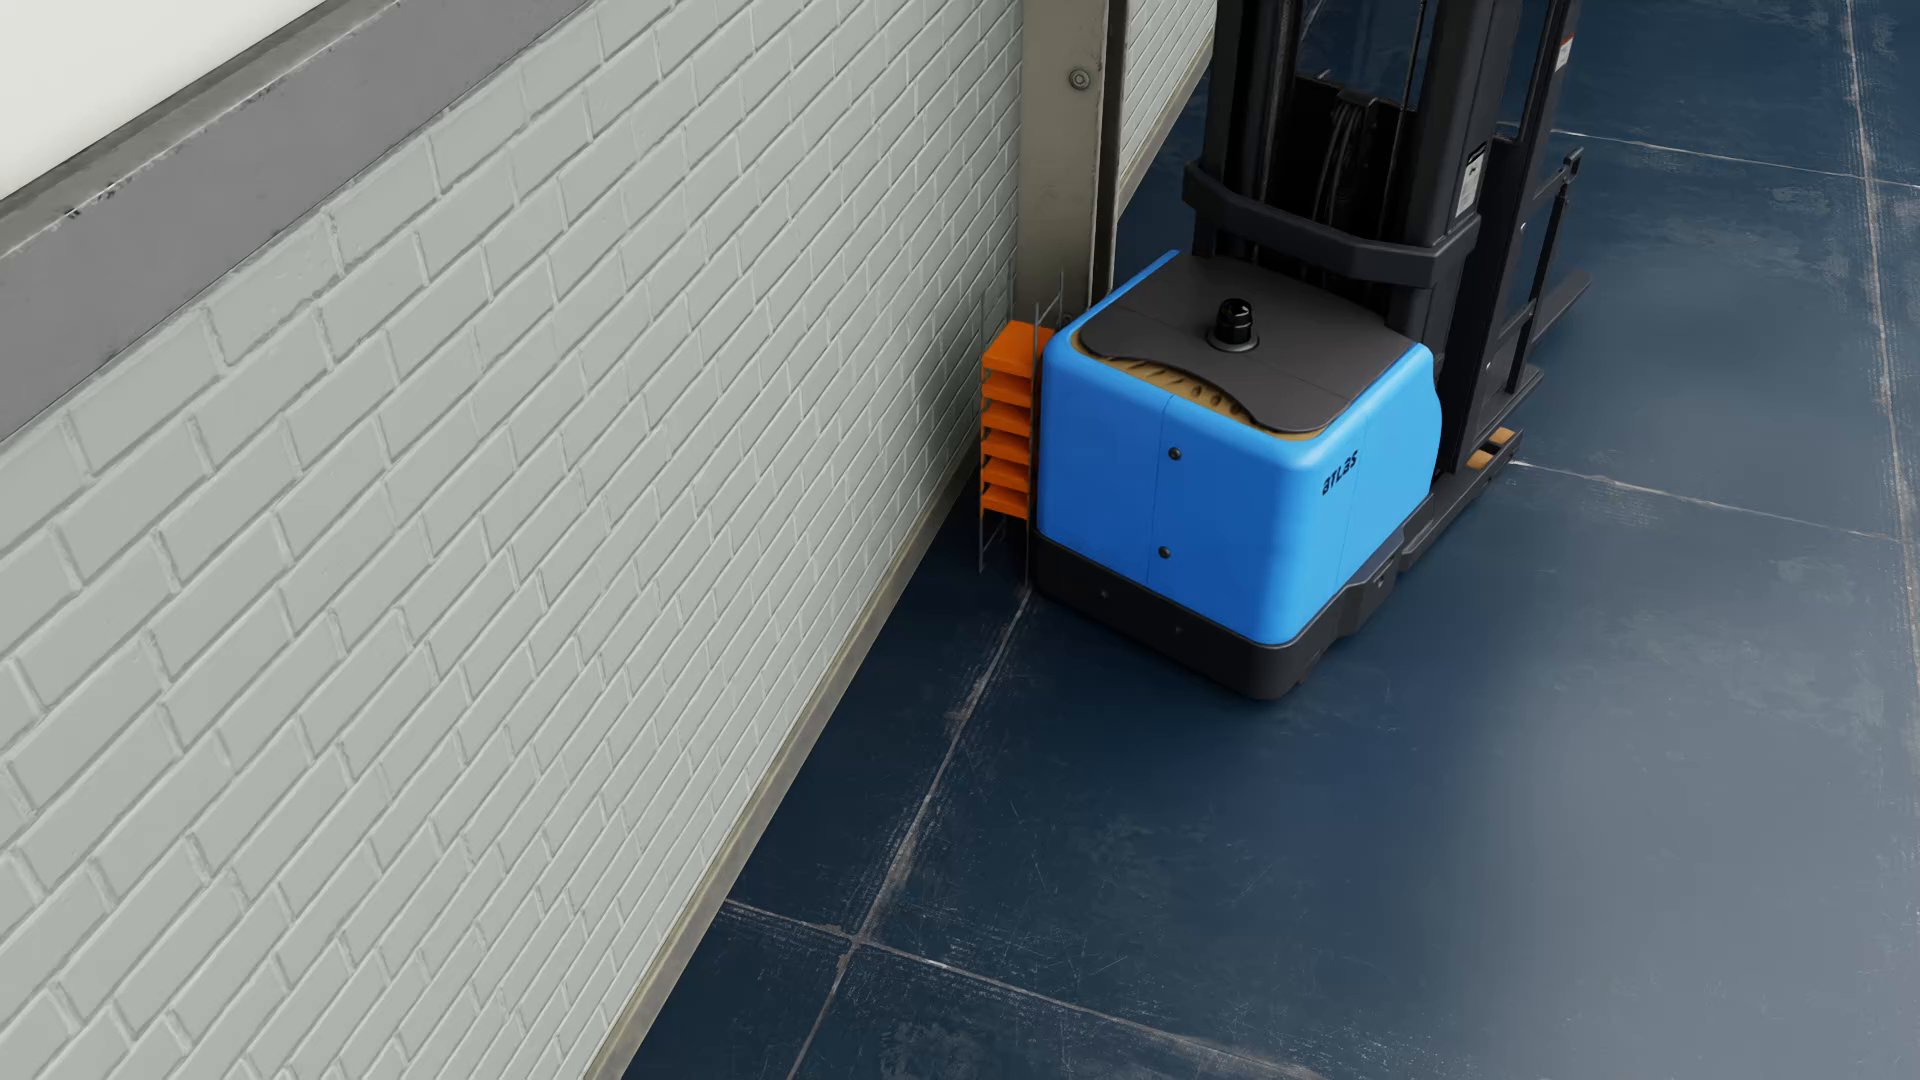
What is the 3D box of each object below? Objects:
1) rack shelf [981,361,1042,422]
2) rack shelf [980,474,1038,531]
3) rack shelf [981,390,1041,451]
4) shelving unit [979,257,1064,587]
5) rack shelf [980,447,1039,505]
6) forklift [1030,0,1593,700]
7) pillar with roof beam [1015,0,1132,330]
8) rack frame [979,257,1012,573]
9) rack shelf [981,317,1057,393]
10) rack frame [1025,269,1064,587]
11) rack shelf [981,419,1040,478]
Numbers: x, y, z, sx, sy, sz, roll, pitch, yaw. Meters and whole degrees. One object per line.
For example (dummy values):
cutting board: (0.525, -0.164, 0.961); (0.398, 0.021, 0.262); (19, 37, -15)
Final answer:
rack shelf: (0.205, -0.531, 5.646); (0.180, 0.103, 0.258); (16, 43, 18)
rack shelf: (0.205, -0.165, 5.958); (0.180, 0.103, 0.258); (16, 43, 18)
rack shelf: (0.205, -0.439, 5.724); (0.180, 0.103, 0.258); (16, 43, 18)
shelving unit: (0.205, -0.382, 5.773); (0.189, 1.200, 0.258); (16, 43, 18)
rack shelf: (0.205, -0.257, 5.880); (0.180, 0.103, 0.258); (16, 43, 18)
forklift: (1.564, -1.480, 5.727); (1.130, 2.935, 3.031); (27, 48, 28)
pillar with roof beam: (4.476, -3.195, 3.062); (9.100, 9.000, 0.400); (13, 42, 15)
rack frame: (0.121, -0.406, 5.801); (0.006, 1.200, 0.240); (16, 43, 18)
rack shelf: (0.205, -0.622, 5.568); (0.180, 0.103, 0.258); (16, 43, 18)
rack frame: (0.288, -0.358, 5.745); (0.006, 1.200, 0.240); (16, 43, 18)
rack shelf: (0.205, -0.348, 5.802); (0.180, 0.103, 0.258); (16, 43, 18)
